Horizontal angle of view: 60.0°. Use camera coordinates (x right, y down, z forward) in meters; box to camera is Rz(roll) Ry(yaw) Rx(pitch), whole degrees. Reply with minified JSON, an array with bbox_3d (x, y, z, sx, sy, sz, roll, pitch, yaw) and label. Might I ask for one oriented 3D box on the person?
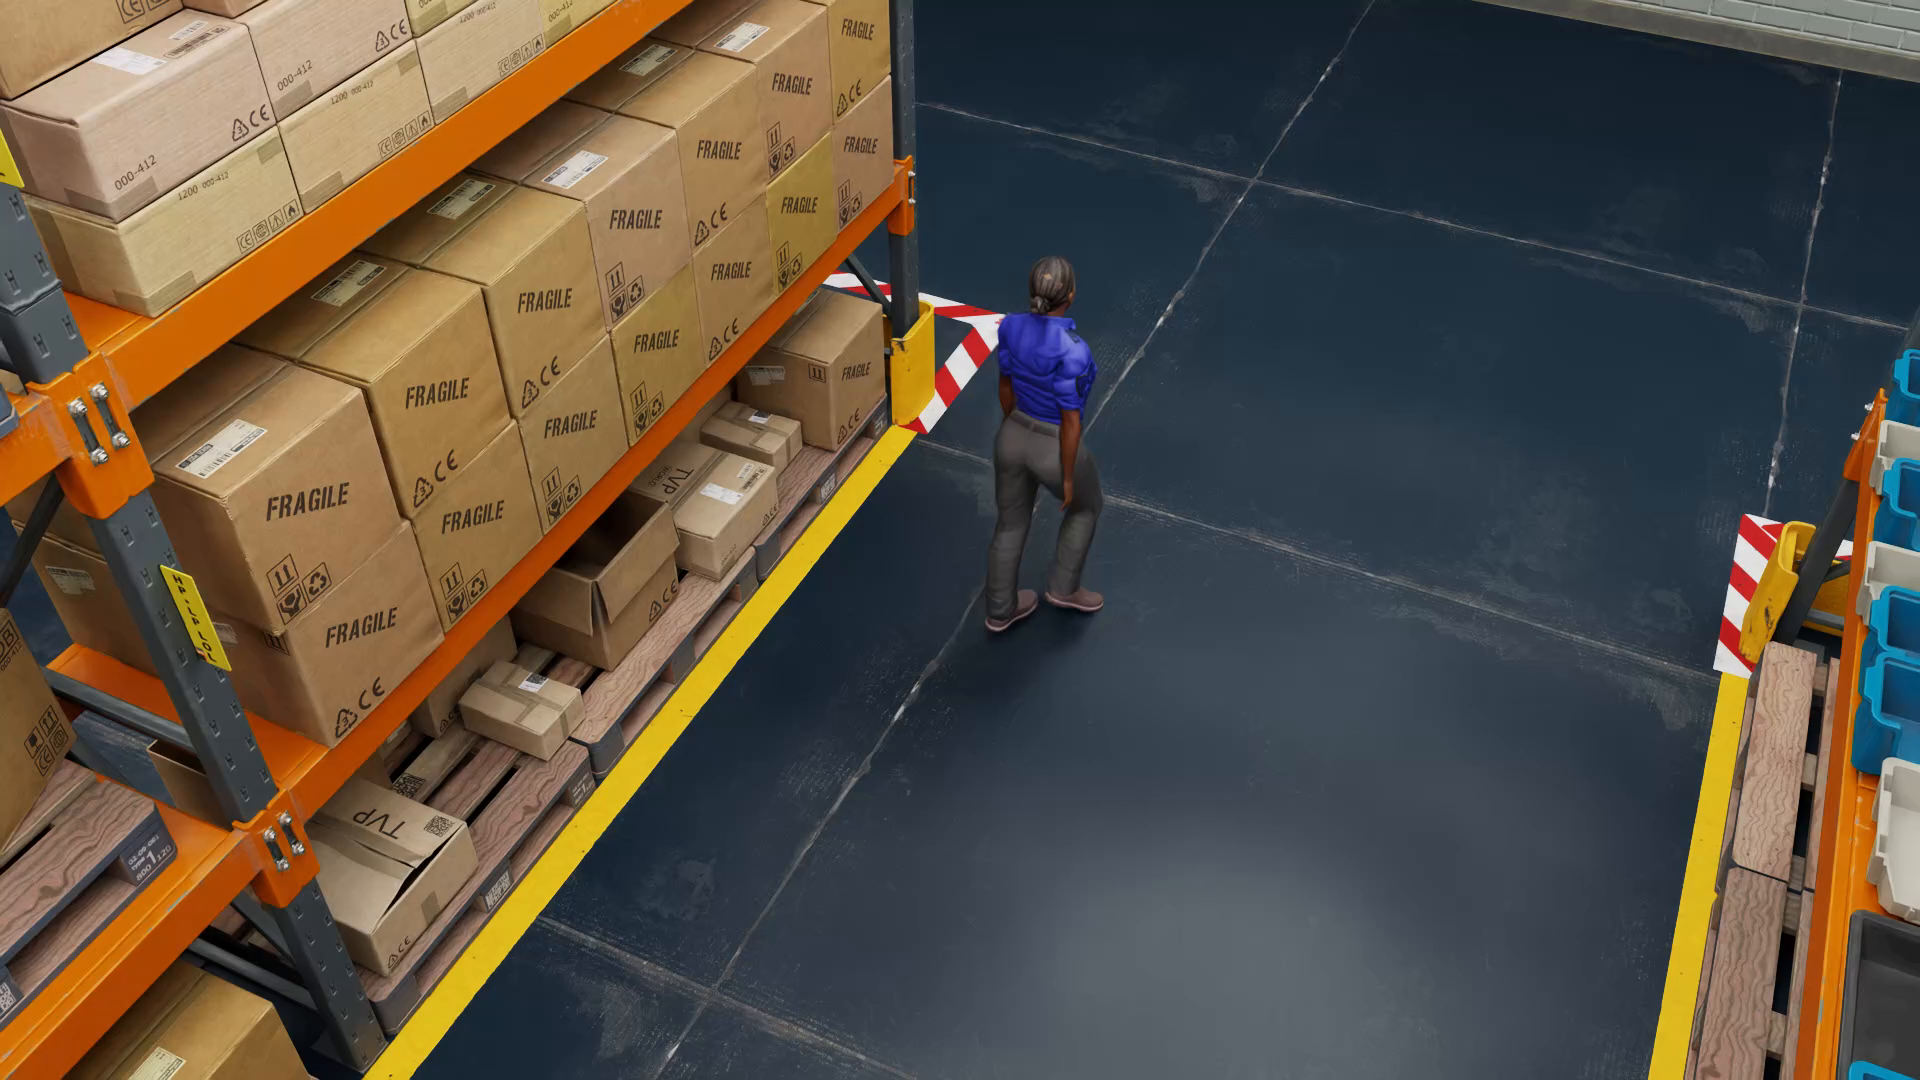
[{"bbox_3d":[0.306,-0.325,6.529,0.482,1.682,0.533,27,49,27],"label":"person"}]
